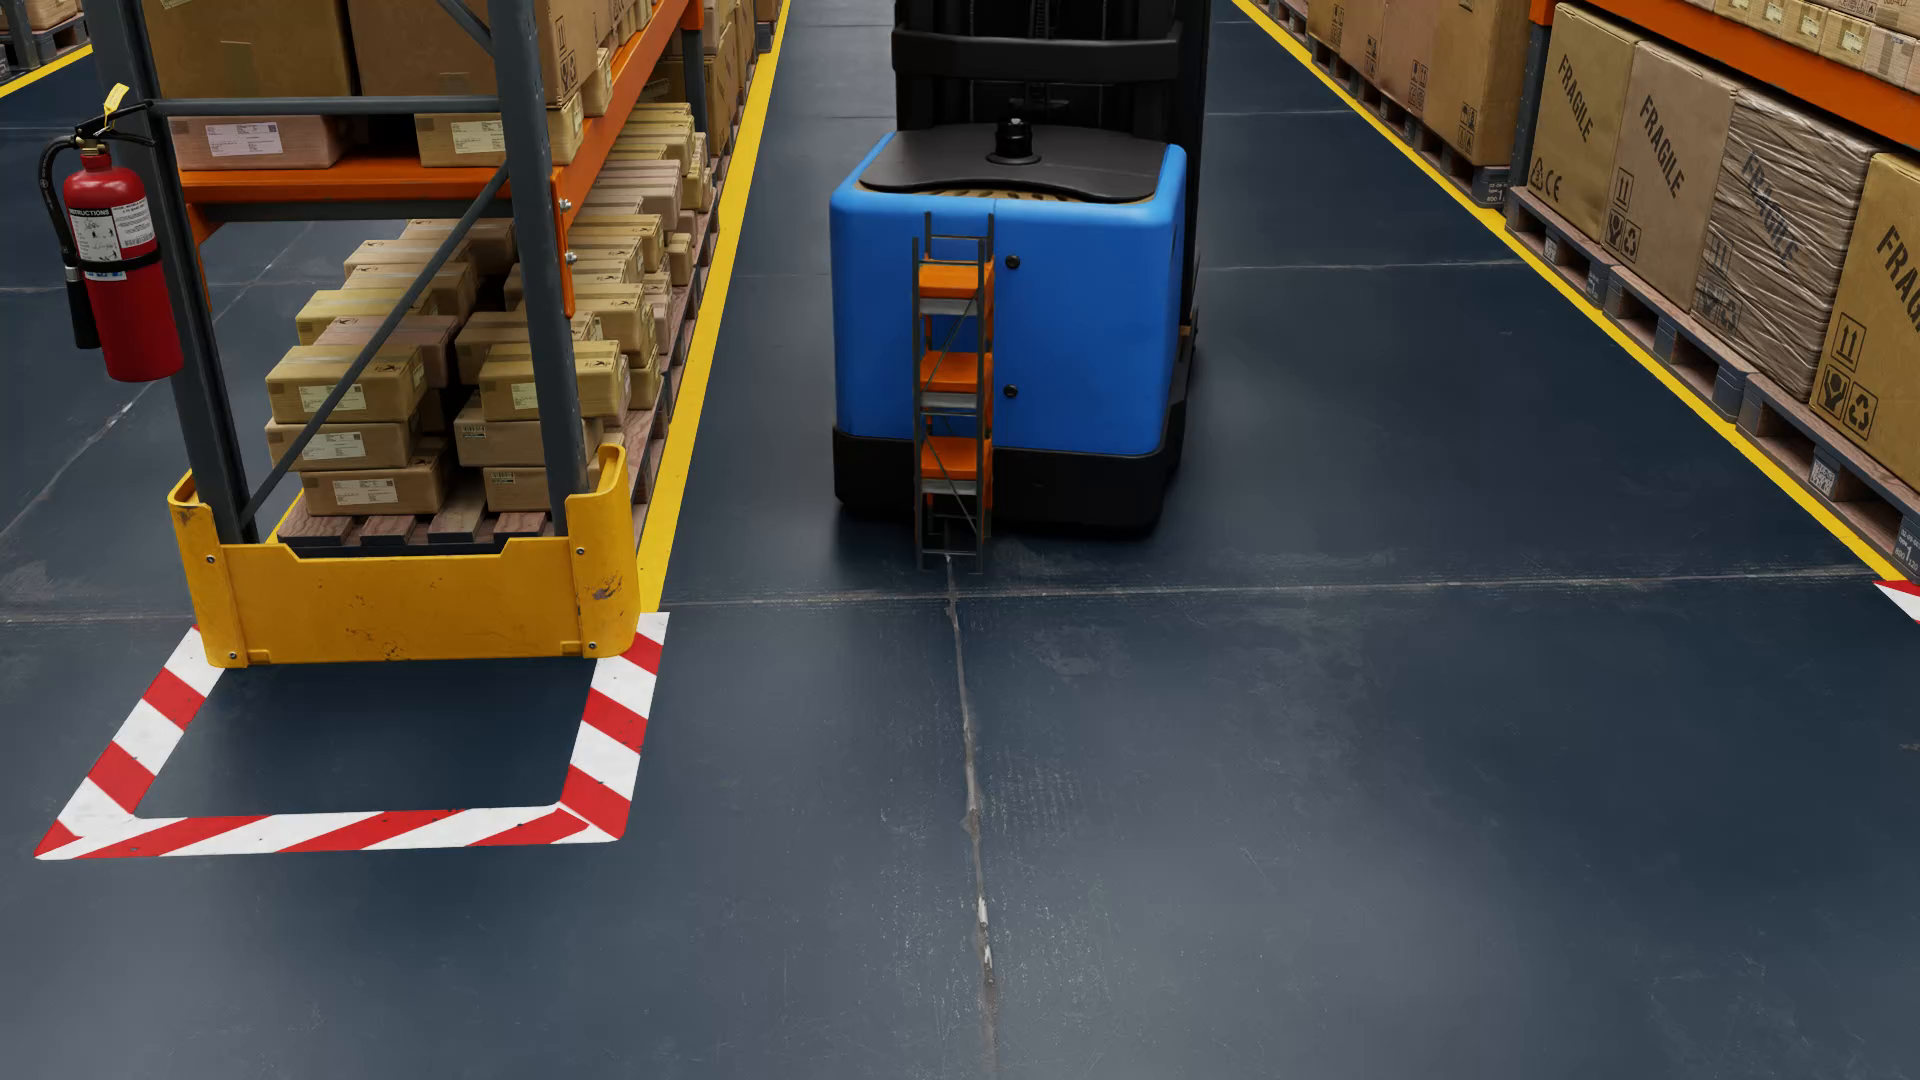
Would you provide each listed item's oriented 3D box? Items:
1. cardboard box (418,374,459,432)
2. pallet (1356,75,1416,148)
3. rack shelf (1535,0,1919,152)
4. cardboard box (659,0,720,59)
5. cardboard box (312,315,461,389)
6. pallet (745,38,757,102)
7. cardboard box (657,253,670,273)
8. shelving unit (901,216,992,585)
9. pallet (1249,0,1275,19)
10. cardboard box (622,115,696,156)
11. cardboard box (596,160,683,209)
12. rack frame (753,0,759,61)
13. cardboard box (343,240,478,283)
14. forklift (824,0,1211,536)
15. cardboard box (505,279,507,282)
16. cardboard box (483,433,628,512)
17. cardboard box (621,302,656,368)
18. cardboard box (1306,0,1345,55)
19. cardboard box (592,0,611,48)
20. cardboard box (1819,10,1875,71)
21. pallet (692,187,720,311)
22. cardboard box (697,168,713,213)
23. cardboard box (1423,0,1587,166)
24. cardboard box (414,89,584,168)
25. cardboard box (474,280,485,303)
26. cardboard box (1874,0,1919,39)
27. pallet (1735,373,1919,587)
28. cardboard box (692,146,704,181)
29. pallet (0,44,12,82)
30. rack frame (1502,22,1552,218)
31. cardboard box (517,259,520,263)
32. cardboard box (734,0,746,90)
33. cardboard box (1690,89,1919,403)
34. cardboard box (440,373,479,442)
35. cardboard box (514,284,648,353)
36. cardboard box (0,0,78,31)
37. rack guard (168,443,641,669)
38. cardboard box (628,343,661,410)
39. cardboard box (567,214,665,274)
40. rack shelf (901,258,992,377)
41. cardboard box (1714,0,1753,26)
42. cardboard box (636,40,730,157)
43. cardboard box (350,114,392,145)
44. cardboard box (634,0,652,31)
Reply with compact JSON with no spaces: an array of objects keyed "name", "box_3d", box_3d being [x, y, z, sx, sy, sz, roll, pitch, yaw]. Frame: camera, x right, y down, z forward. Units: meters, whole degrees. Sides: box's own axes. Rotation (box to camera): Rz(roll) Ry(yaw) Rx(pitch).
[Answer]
[{"name":"cardboard box","box_3d":[-1.782,-0.447,5.170,0.380,0.149,0.250,-2,28,-4]},{"name":"pallet","box_3d":[3.058,-2.637,10.078,1.003,0.211,1.213,-1,28,-3]},{"name":"rack shelf","box_3d":[3.344,-1.712,6.066,1.077,0.370,4.000,-1,28,-3]},{"name":"cardboard box","box_3d":[-1.493,-2.639,8.505,0.500,0.250,0.500,-3,28,-5]},{"name":"cardboard box","box_3d":[-1.746,-0.576,5.096,0.380,0.149,0.250,-1,28,-2]},{"name":"pallet","box_3d":[-1.888,-3.131,11.025,1.003,0.211,1.213,-1,28,-3]},{"name":"cardboard box","box_3d":[-1.357,-1.031,6.611,0.380,0.149,0.250,-1,28,-2]},{"name":"shelving unit","box_3d":[-0.036,-0.395,4.873,0.215,1.050,0.252,5,28,10]},{"name":"pallet","box_3d":[2.931,-4.488,13.627,1.003,0.211,1.213,-1,28,-3]},{"name":"cardboard box","box_3d":[-1.387,-1.792,7.428,0.380,0.149,0.250,-1,28,-2]},{"name":"cardboard box","box_3d":[-1.325,-1.433,6.739,0.380,0.149,0.250,-3,28,-5]},{"name":"rack frame","box_3d":[-1.927,-4.729,11.072,1.000,3.000,0.127,-1,28,-3]},{"name":"cardboard box","box_3d":[-1.906,-0.936,5.787,0.380,0.149,0.250,0,28,-1]},{"name":"forklift","box_3d":[0.349,-1.971,5.860,1.130,2.935,3.031,5,28,9]},{"name":"cardboard box","box_3d":[-1.822,-0.910,6.380,0.380,0.149,0.250,-1,28,-1]},{"name":"cardboard box","box_3d":[-1.217,-0.206,5.030,0.380,0.149,0.250,-1,28,-2]},{"name":"cardboard box","box_3d":[-1.245,-0.696,5.648,0.380,0.149,0.250,-1,28,-1]},{"name":"cardboard box","box_3d":[3.046,-3.727,10.995,1.225,0.875,0.875,-3,28,-5]},{"name":"cardboard box","box_3d":[-1.310,-1.671,4.780,0.500,0.500,0.500,-1,28,-3]},{"name":"cardboard box","box_3d":[3.047,-1.624,5.391,0.380,0.149,0.250,-2,28,-4]},{"name":"pallet","box_3d":[-1.648,-1.336,7.582,1.003,0.211,1.213,-1,28,-3]},{"name":"cardboard box","box_3d":[-1.358,-1.631,7.761,0.380,0.149,0.250,-1,28,-2]},{"name":"cardboard box","box_3d":[3.187,-2.494,8.631,1.225,0.875,0.875,-1,28,-2]},{"name":"cardboard box","box_3d":[-1.199,-1.080,4.349,0.380,0.149,0.250,-2,28,-3]},{"name":"cardboard box","box_3d":[-1.891,-0.804,5.854,0.380,0.149,0.250,-1,28,-2]},{"name":"cardboard box","box_3d":[3.133,-1.624,4.961,0.500,0.250,0.500,-2,28,-4]},{"name":"pallet","box_3d":[3.329,-0.238,5.478,1.003,0.211,1.213,-1,28,-3]},{"name":"cardboard box","box_3d":[-1.358,-1.673,7.521,0.380,0.149,0.250,-3,28,-5]},{"name":"pallet","box_3d":[-6.899,-2.960,10.697,1.003,0.211,1.213,-1,28,-3]},{"name":"rack frame","box_3d":[3.240,-2.954,7.671,1.000,3.000,0.127,-1,28,-3]},{"name":"cardboard box","box_3d":[-1.916,-1.163,6.544,0.380,0.149,0.250,-2,28,-3]},{"name":"cardboard box","box_3d":[-1.565,-3.025,10.055,0.500,0.500,0.500,-3,28,-5]},{"name":"cardboard box","box_3d":[3.288,-1.065,5.892,0.875,0.875,0.875,-1,28,-3]},{"name":"cardboard box","box_3d":[-1.788,-0.435,5.468,0.380,0.149,0.250,-2,28,-3]},{"name":"cardboard box","box_3d":[-1.217,-0.714,5.361,0.380,0.149,0.250,-1,28,-3]},{"name":"cardboard box","box_3d":[-6.885,-3.845,11.765,0.950,0.372,0.625,-3,28,-6]},{"name":"rack guard","box_3d":[-1.514,0.039,4.634,1.175,0.500,0.348,-1,28,-3]},{"name":"cardboard box","box_3d":[-1.236,-0.560,5.709,0.380,0.149,0.250,-1,28,-2]},{"name":"cardboard box","box_3d":[-1.286,-1.077,6.058,0.380,0.149,0.250,-1,28,-2]},{"name":"rack shelf","box_3d":[-0.036,-0.638,4.747,0.215,0.259,0.240,5,28,10]},{"name":"cardboard box","box_3d":[3.006,-1.979,6.071,0.380,0.149,0.250,-2,28,-4]},{"name":"cardboard box","box_3d":[-1.492,-2.307,8.678,0.500,0.500,0.500,0,28,-1]},{"name":"cardboard box","box_3d":[-1.784,-1.182,4.545,0.380,0.149,0.250,-1,28,-3]},{"name":"cardboard box","box_3d":[-1.316,-1.923,5.966,0.380,0.149,0.250,-1,28,-2]}]
